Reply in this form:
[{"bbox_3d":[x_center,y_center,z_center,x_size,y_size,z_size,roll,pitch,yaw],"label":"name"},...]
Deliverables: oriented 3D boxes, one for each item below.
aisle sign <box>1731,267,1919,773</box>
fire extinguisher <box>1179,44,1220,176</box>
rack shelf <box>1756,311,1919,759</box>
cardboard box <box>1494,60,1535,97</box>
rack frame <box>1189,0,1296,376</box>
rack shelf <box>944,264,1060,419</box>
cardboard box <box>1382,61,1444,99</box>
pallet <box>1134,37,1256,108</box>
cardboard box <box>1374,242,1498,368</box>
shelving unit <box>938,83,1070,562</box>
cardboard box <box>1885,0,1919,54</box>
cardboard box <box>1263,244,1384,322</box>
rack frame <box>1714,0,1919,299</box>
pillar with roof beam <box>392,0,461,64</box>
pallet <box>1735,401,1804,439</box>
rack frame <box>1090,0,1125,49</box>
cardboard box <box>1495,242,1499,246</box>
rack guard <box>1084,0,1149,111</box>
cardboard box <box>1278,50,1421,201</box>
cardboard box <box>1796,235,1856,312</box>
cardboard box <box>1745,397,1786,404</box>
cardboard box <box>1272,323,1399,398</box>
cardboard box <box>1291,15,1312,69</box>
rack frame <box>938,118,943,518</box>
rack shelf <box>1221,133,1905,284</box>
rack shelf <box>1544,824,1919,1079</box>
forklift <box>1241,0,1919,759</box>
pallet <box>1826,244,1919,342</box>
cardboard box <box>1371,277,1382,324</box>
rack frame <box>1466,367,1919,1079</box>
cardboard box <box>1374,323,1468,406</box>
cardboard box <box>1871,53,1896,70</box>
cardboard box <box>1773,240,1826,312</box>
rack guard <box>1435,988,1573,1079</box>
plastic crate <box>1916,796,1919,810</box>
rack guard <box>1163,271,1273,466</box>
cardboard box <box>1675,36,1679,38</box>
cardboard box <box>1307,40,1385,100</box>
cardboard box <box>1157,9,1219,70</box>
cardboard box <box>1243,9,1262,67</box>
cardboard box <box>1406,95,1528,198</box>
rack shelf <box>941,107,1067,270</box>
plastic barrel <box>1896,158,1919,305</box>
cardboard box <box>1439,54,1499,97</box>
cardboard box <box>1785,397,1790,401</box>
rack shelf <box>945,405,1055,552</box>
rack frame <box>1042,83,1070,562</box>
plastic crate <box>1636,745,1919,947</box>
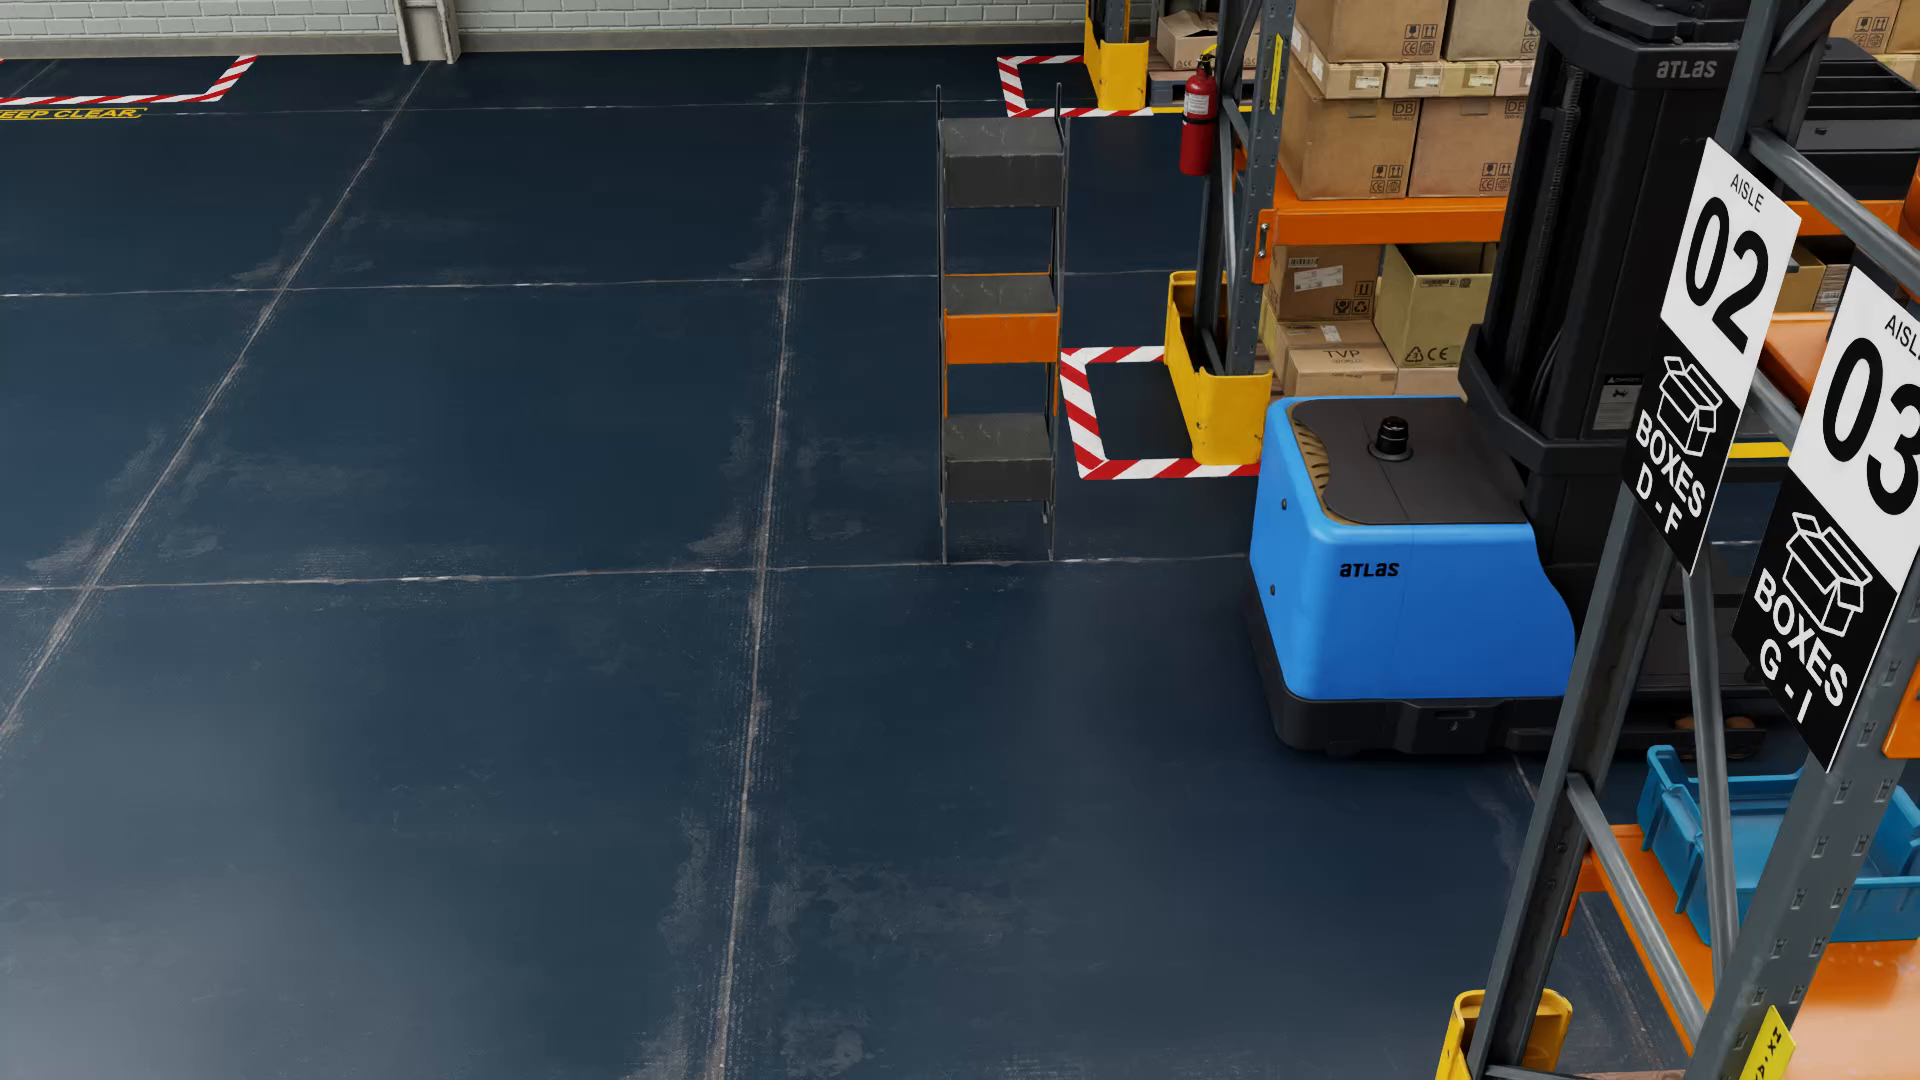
[{"bbox_3d":[1.518,-0.026,2.867,0.004,0.787,0.394,-2,35,-2],"label":"aisle sign"},{"bbox_3d":[1.205,-2.170,8.318,0.183,0.674,0.296,-2,35,-2],"label":"fire extinguisher"},{"bbox_3d":[3.574,-0.117,3.279,4.000,0.370,1.077,-2,35,-2],"label":"rack shelf"},{"bbox_3d":[2.513,-2.157,7.573,0.250,0.149,0.380,-2,35,-3],"label":"cardboard box"},{"bbox_3d":[1.346,-1.941,7.919,0.127,3.000,1.000,-2,35,-2],"label":"rack frame"},{"bbox_3d":[0.165,-0.857,7.167,0.480,0.518,0.431,-2,35,-2],"label":"rack shelf"},{"bbox_3d":[2.011,-2.146,7.556,0.250,0.149,0.380,-2,35,-3],"label":"cardboard box"},{"bbox_3d":[1.996,-3.614,12.786,1.213,0.211,1.003,-2,35,-2],"label":"pallet"},{"bbox_3d":[2.391,-1.194,8.227,0.500,0.500,0.500,-2,35,-2],"label":"cardboard box"},{"bbox_3d":[0.168,-0.868,7.159,0.499,2.100,0.431,-2,35,-2],"label":"shelving unit"},{"bbox_3d":[4.393,-2.593,7.633,0.500,0.500,0.700,-2,35,-2],"label":"cardboard box"},{"bbox_3d":[1.867,-1.475,8.633,0.500,0.500,0.500,-2,35,-2],"label":"cardboard box"},{"bbox_3d":[1.576,-1.592,2.143,0.127,3.000,1.000,-2,35,-2],"label":"rack frame"},{"bbox_3d":[-4.024,-5.125,7.248,0.400,9.000,9.100,-2,35,-2],"label":"pillar with roof beam"},{"bbox_3d":[4.545,-0.904,8.871,1.213,0.211,1.003,-2,35,-2],"label":"pallet"},{"bbox_3d":[1.107,-4.757,11.987,0.127,3.000,1.000,-2,35,-2],"label":"rack frame"},{"bbox_3d":[2.890,-1.215,8.257,0.500,0.500,0.500,-2,35,-2],"label":"cardboard box"},{"bbox_3d":[1.183,-3.731,12.702,0.348,0.500,1.175,-2,35,-2],"label":"rack guard"},{"bbox_3d":[1.812,-1.987,7.898,0.500,0.500,0.700,-2,35,-2],"label":"cardboard box"},{"bbox_3d":[4.388,-1.255,8.316,0.500,0.500,0.500,-2,35,-2],"label":"cardboard box"},{"bbox_3d":[3.890,-0.924,8.497,0.500,0.250,0.500,-2,35,-2],"label":"cardboard box"},{"bbox_3d":[1.892,-0.871,8.420,0.500,0.250,0.500,-2,35,-2],"label":"cardboard box"},{"bbox_3d":[1.718,-2.367,7.877,0.250,0.149,0.380,-2,35,-3],"label":"cardboard box"},{"bbox_3d":[-0.078,-0.861,7.148,0.006,1.831,0.380,-2,35,-2],"label":"rack frame"},{"bbox_3d":[3.343,-1.699,8.201,4.000,0.370,1.077,-2,35,-2],"label":"rack shelf"},{"bbox_3d":[3.574,1.117,4.133,4.000,0.370,1.077,-2,35,-2],"label":"rack shelf"},{"bbox_3d":[2.105,-0.827,6.369,4.295,2.935,1.782,-1,35,-1],"label":"forklift"},{"bbox_3d":[2.407,-0.248,3.002,1.213,0.211,1.003,-2,35,-2],"label":"pallet"},{"bbox_3d":[2.366,-1.186,8.874,0.500,0.250,0.500,-2,35,-2],"label":"cardboard box"},{"bbox_3d":[1.576,0.875,3.850,0.127,3.000,1.000,-2,35,-2],"label":"rack frame"},{"bbox_3d":[2.391,-0.886,8.442,0.500,0.250,0.500,-2,35,-2],"label":"cardboard box"},{"bbox_3d":[4.063,-2.201,7.637,0.250,0.149,0.380,-2,35,-2],"label":"cardboard box"},{"bbox_3d":[3.889,-1.240,8.294,0.500,0.500,0.500,-2,35,-2],"label":"cardboard box"},{"bbox_3d":[1.650,1.874,4.603,0.348,0.500,1.175,-2,35,-2],"label":"rack guard"},{"bbox_3d":[2.711,0.738,4.178,0.408,0.251,0.499,-2,35,-2],"label":"plastic crate"},{"bbox_3d":[1.322,-0.912,8.629,0.348,0.500,1.175,-2,35,-2],"label":"rack guard"},{"bbox_3d":[3.394,-2.567,7.596,0.500,0.500,0.700,-2,35,-2],"label":"cardboard box"},{"bbox_3d":[1.748,-2.137,7.544,0.250,0.149,0.380,-2,35,-3],"label":"cardboard box"},{"bbox_3d":[1.803,-3.799,12.580,0.500,0.311,0.500,-5,35,-8],"label":"cardboard box"},{"bbox_3d":[2.372,-3.815,12.602,0.500,0.311,0.500,1,35,2],"label":"cardboard box"},{"bbox_3d":[4.548,-1.777,8.332,4.930,1.340,1.023,-1,35,-1],"label":"cardboard box"},{"bbox_3d":[0.165,-1.432,6.768,0.480,0.518,0.431,-2,35,-2],"label":"rack shelf"},{"bbox_3d":[2.056,-0.793,2.878,0.708,0.830,0.600,-2,35,-2],"label":"plastic barrel"},{"bbox_3d":[2.260,-2.151,7.565,0.250,0.149,0.380,-1,35,-2],"label":"cardboard box"},{"bbox_3d":[4.388,-0.946,8.528,0.500,0.250,0.500,-2,35,-2],"label":"cardboard box"},{"bbox_3d":[0.165,-0.281,7.565,0.480,0.518,0.431,-2,35,-2],"label":"rack shelf"},{"bbox_3d":[0.409,-0.874,7.168,0.015,2.100,0.400,-2,35,-2],"label":"rack frame"},{"bbox_3d":[2.062,0.752,4.158,0.616,0.251,0.499,-2,35,-2],"label":"plastic crate"}]
